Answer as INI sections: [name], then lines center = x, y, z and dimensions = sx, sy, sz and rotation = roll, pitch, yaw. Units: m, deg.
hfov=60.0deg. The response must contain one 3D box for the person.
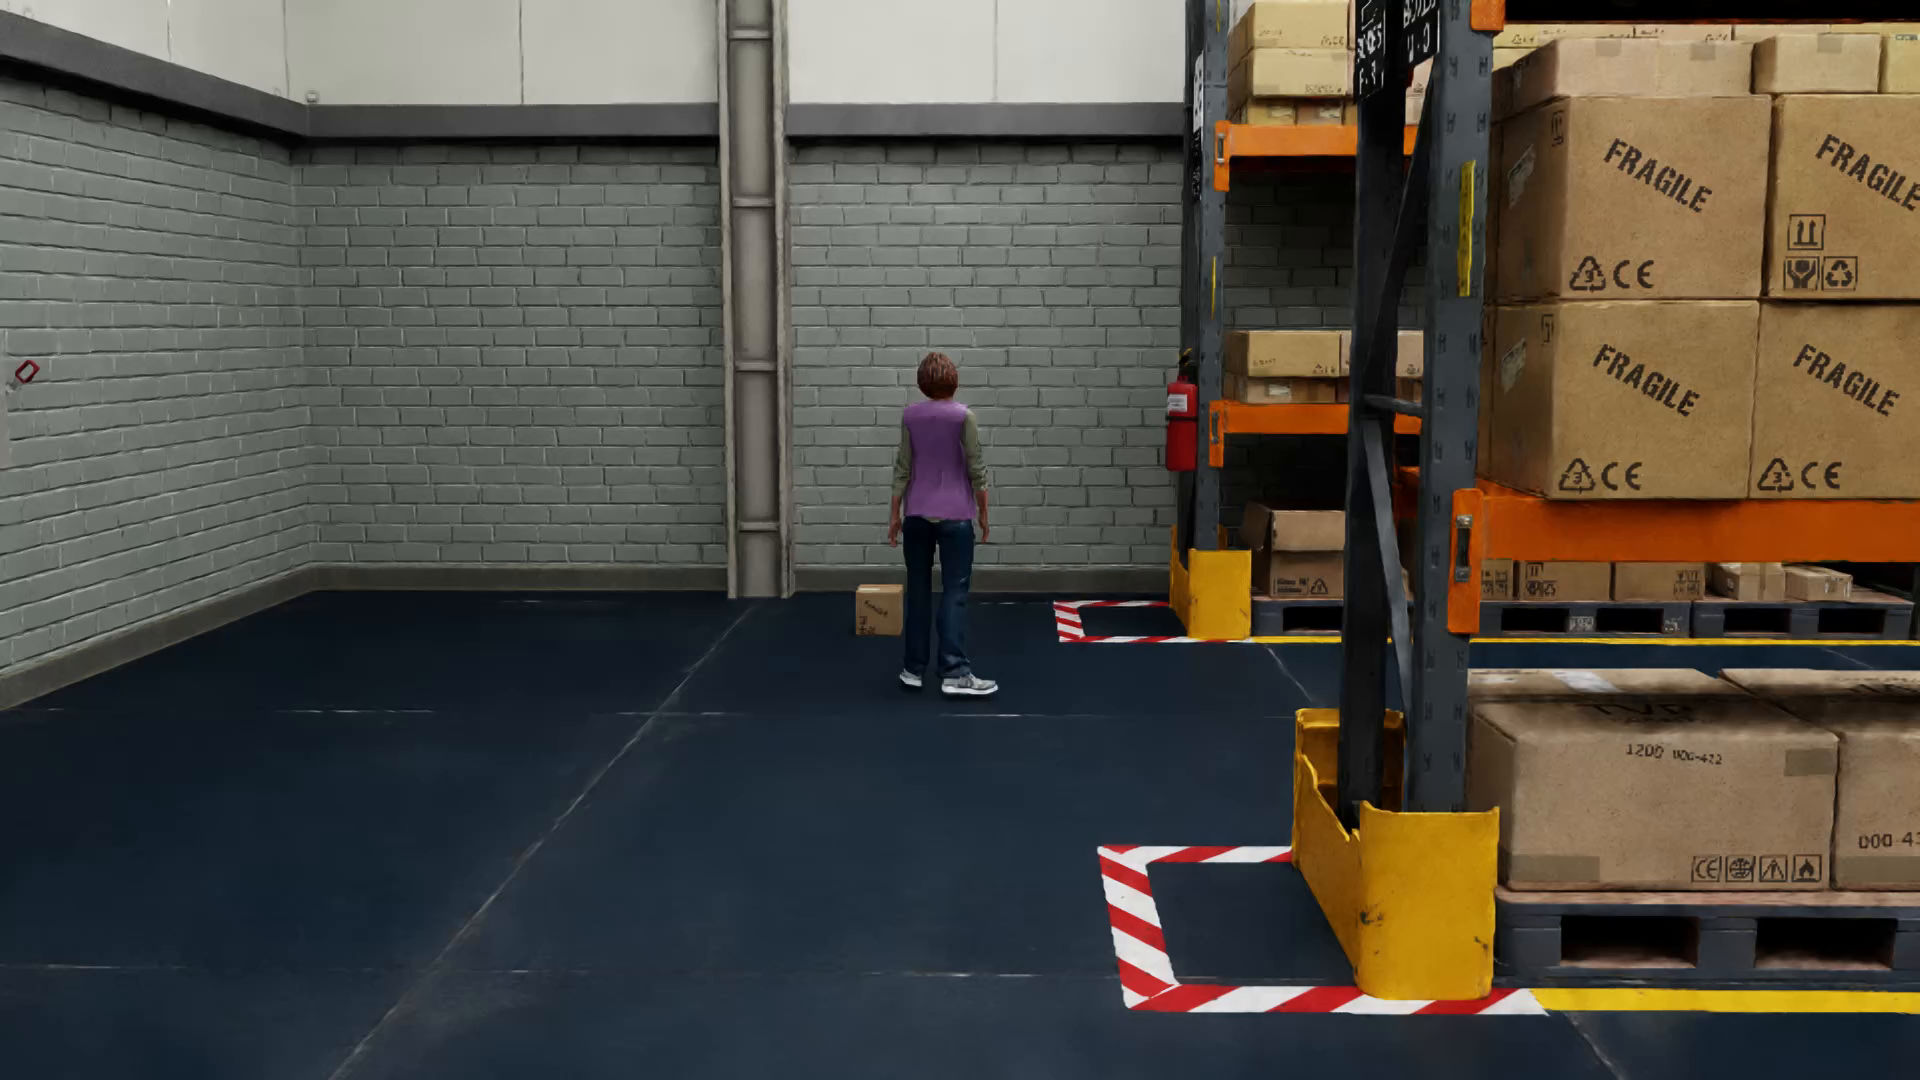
[person]
center = -0.071, -0.079, 7.822
dimensions = 0.551, 1.604, 0.370
rotation = 3, 8, 22
